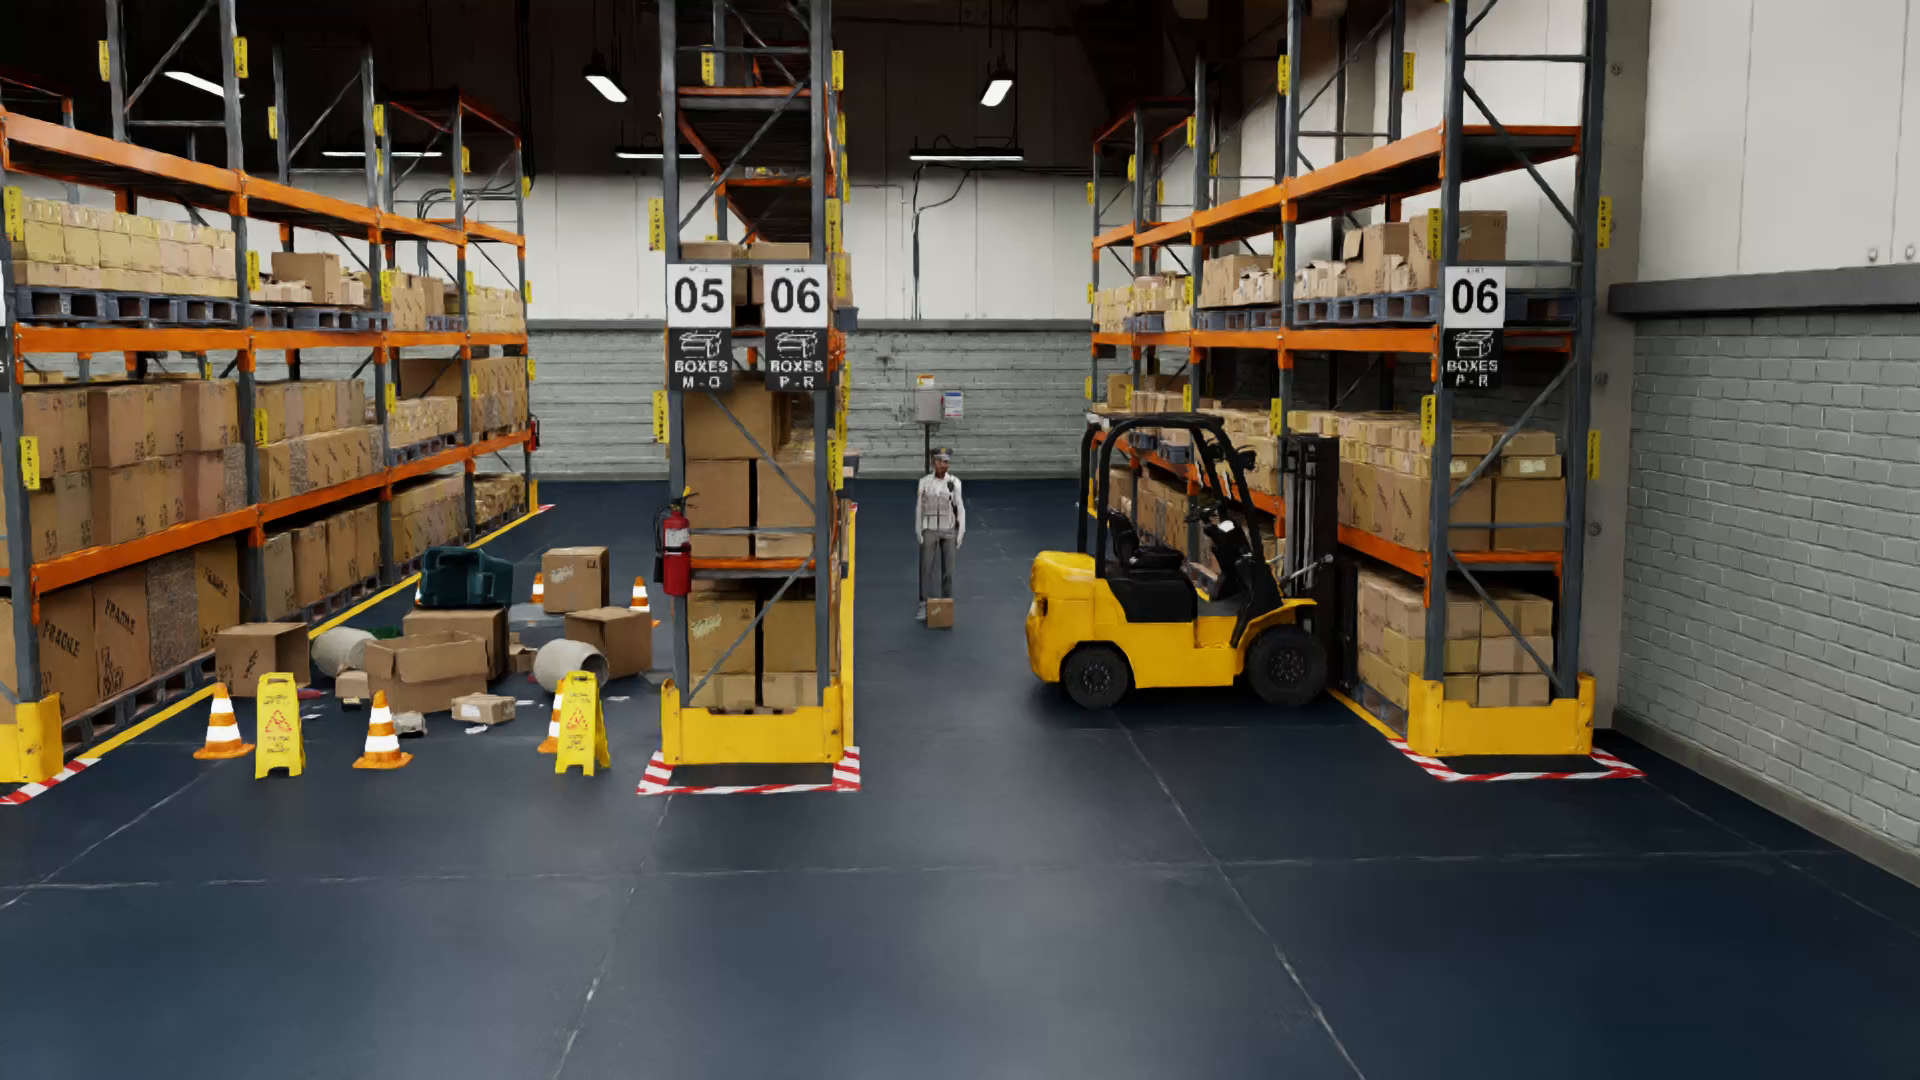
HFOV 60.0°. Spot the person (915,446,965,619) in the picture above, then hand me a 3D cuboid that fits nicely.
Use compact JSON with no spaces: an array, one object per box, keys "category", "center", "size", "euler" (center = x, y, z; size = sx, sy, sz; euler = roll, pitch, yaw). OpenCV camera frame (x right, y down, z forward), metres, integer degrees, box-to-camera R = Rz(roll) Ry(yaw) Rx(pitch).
[{"category":"person","center":[-0.192,-0.077,16.280],"size":[0.489,1.689,0.374],"euler":[0,7,-1]}]
